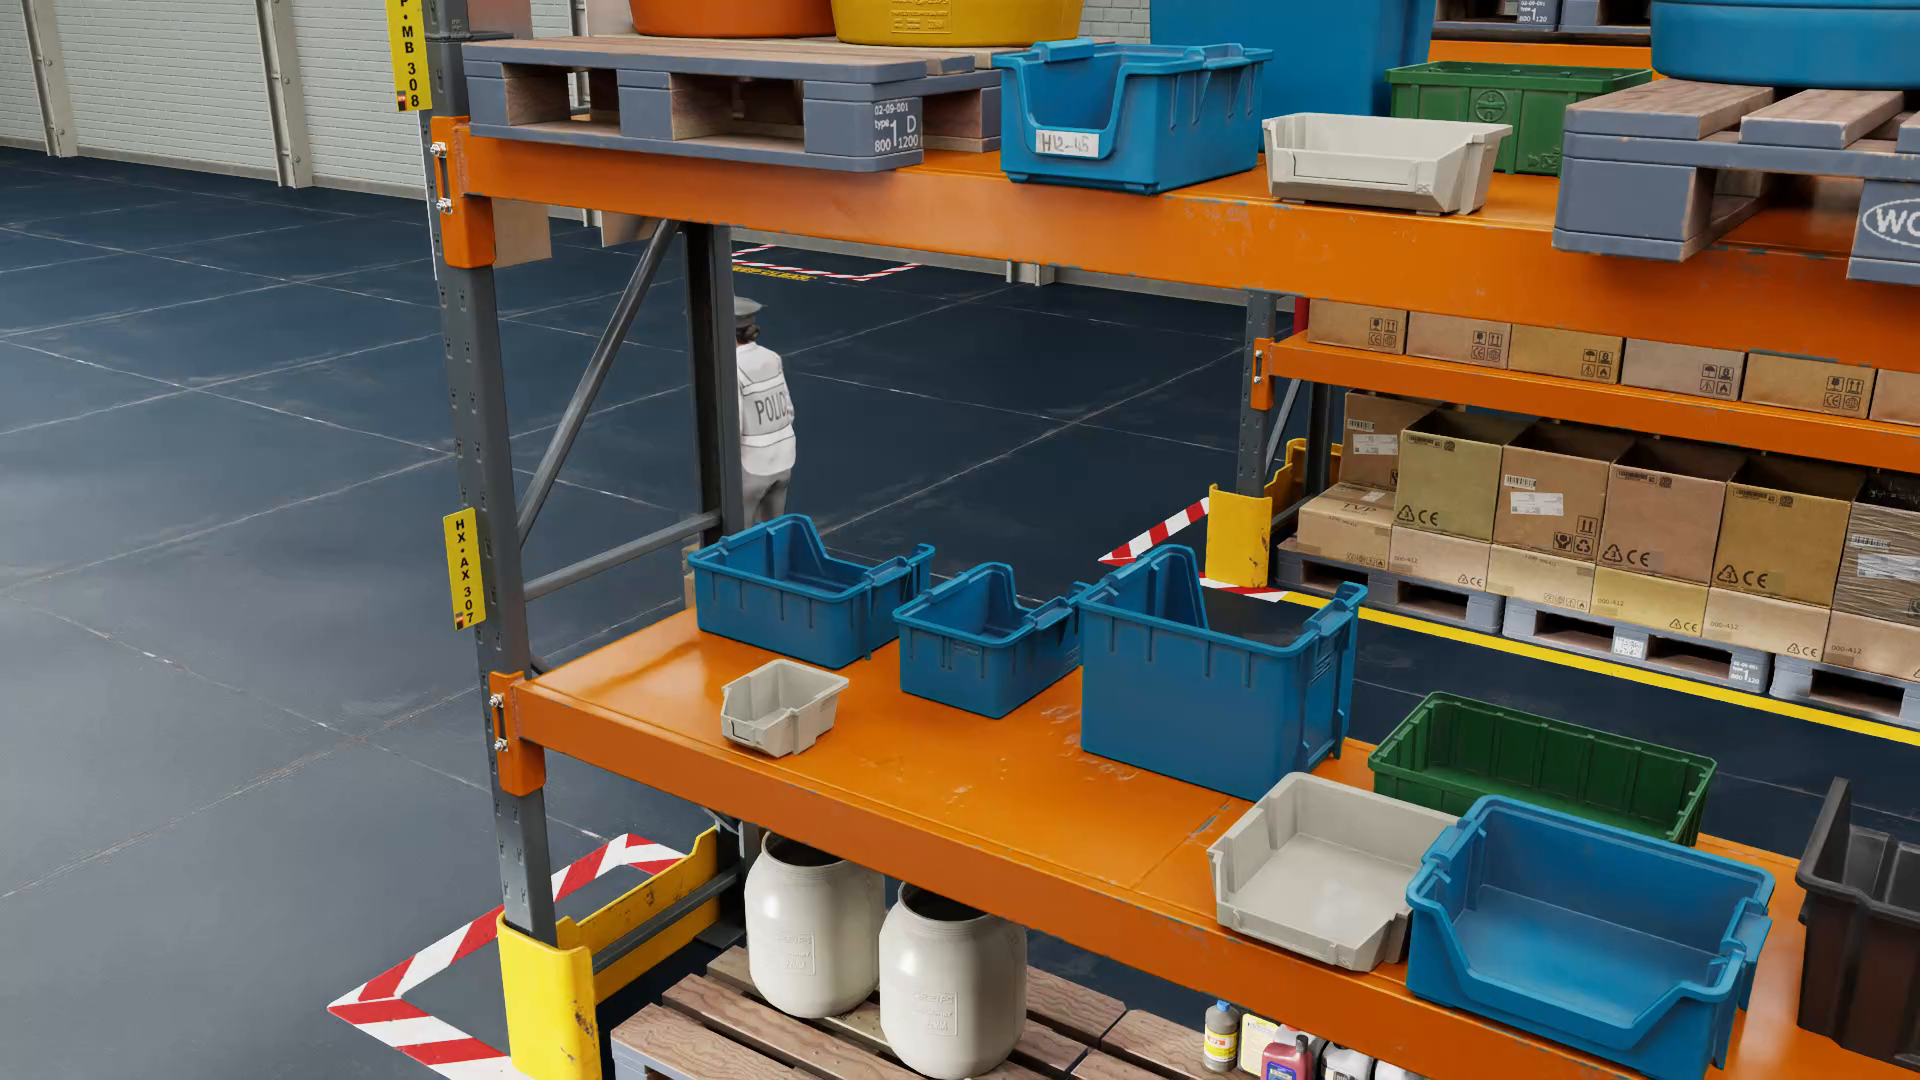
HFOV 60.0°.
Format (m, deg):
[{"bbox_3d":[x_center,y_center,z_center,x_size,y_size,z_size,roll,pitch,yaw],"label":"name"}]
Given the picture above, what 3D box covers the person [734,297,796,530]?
[{"bbox_3d":[-1.016,-0.337,8.000,0.414,1.662,0.529,12,23,30],"label":"person"}]
